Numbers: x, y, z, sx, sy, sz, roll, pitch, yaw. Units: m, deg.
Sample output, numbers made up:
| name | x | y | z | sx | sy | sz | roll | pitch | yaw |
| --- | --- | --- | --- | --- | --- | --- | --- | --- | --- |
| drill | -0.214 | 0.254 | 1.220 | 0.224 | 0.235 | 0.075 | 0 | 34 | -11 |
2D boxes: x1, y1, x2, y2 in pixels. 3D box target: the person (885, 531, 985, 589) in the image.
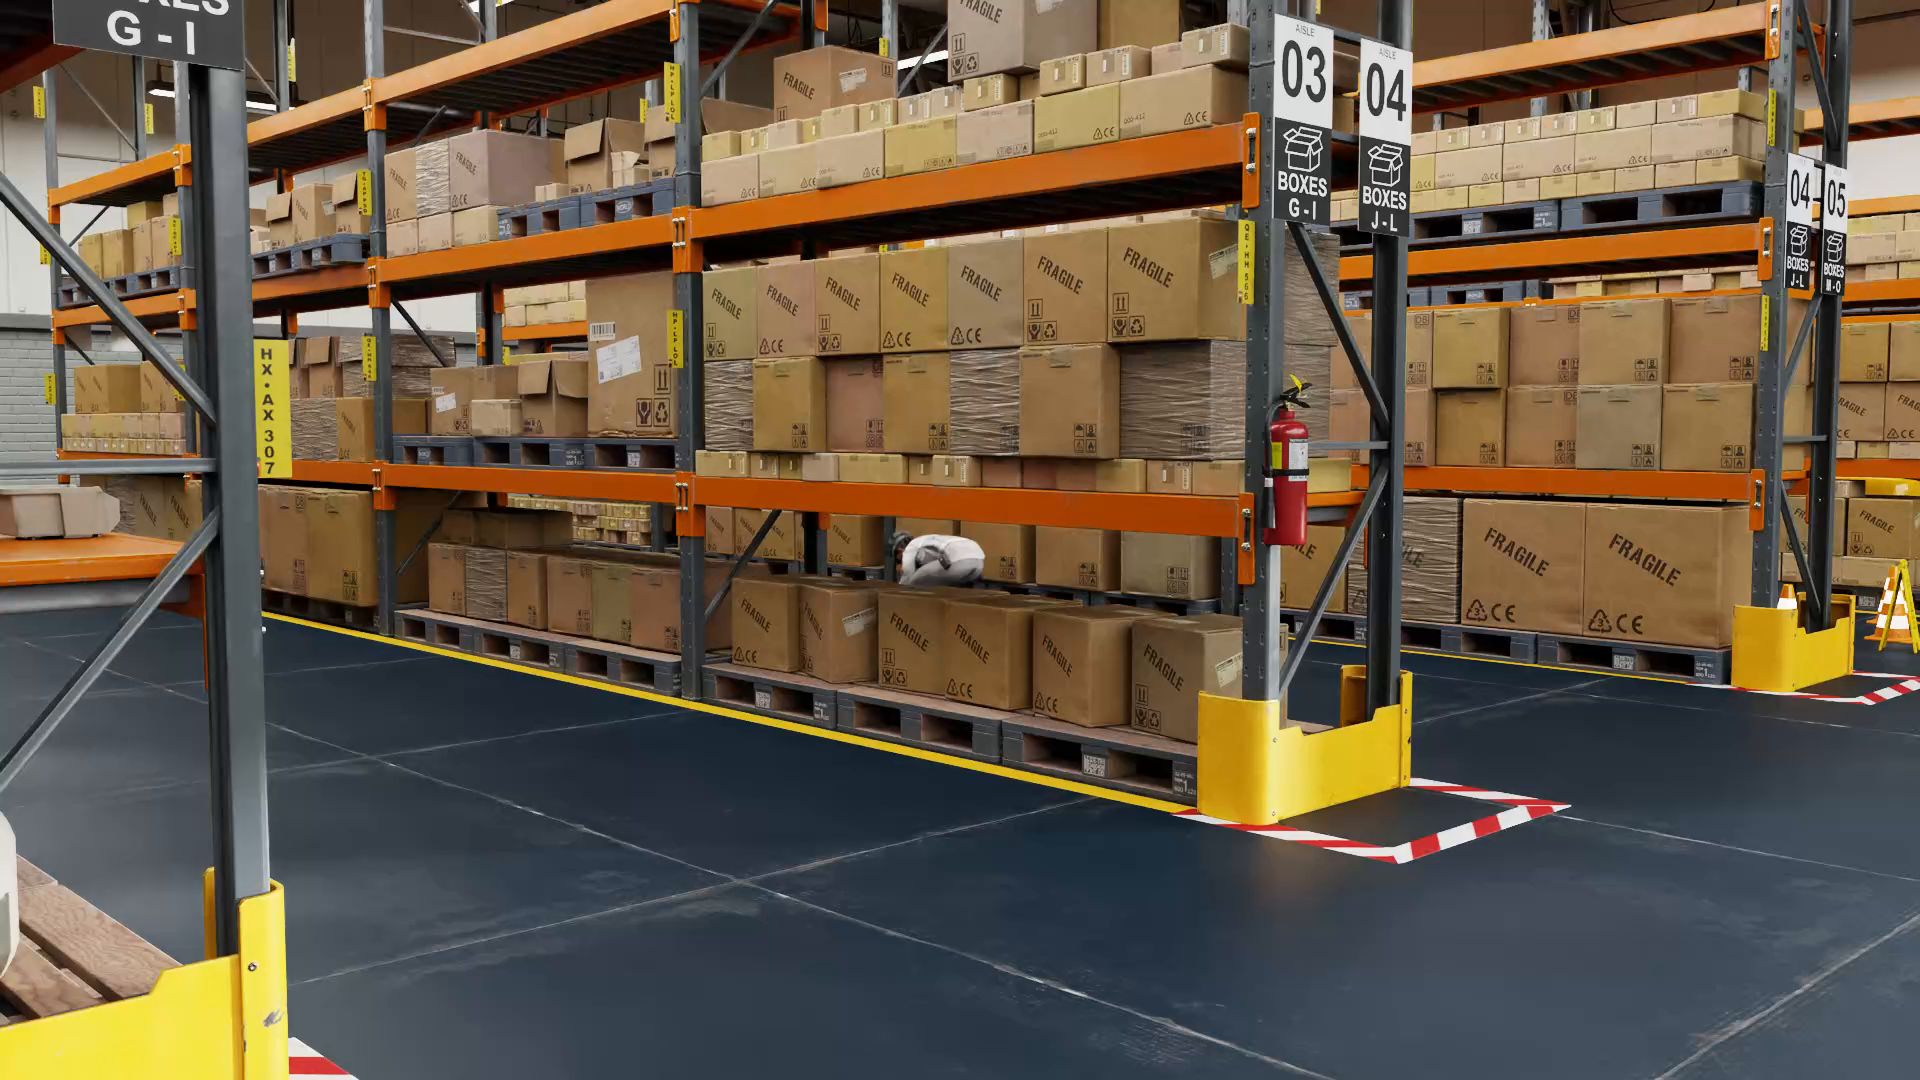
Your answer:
| name | x | y | z | sx | sy | sz | roll | pitch | yaw |
| --- | --- | --- | --- | --- | --- | --- | --- | --- | --- |
| person | -0.213 | 0.319 | 13.157 | 0.915 | 0.761 | 0.455 | 4 | 6 | 44 |
